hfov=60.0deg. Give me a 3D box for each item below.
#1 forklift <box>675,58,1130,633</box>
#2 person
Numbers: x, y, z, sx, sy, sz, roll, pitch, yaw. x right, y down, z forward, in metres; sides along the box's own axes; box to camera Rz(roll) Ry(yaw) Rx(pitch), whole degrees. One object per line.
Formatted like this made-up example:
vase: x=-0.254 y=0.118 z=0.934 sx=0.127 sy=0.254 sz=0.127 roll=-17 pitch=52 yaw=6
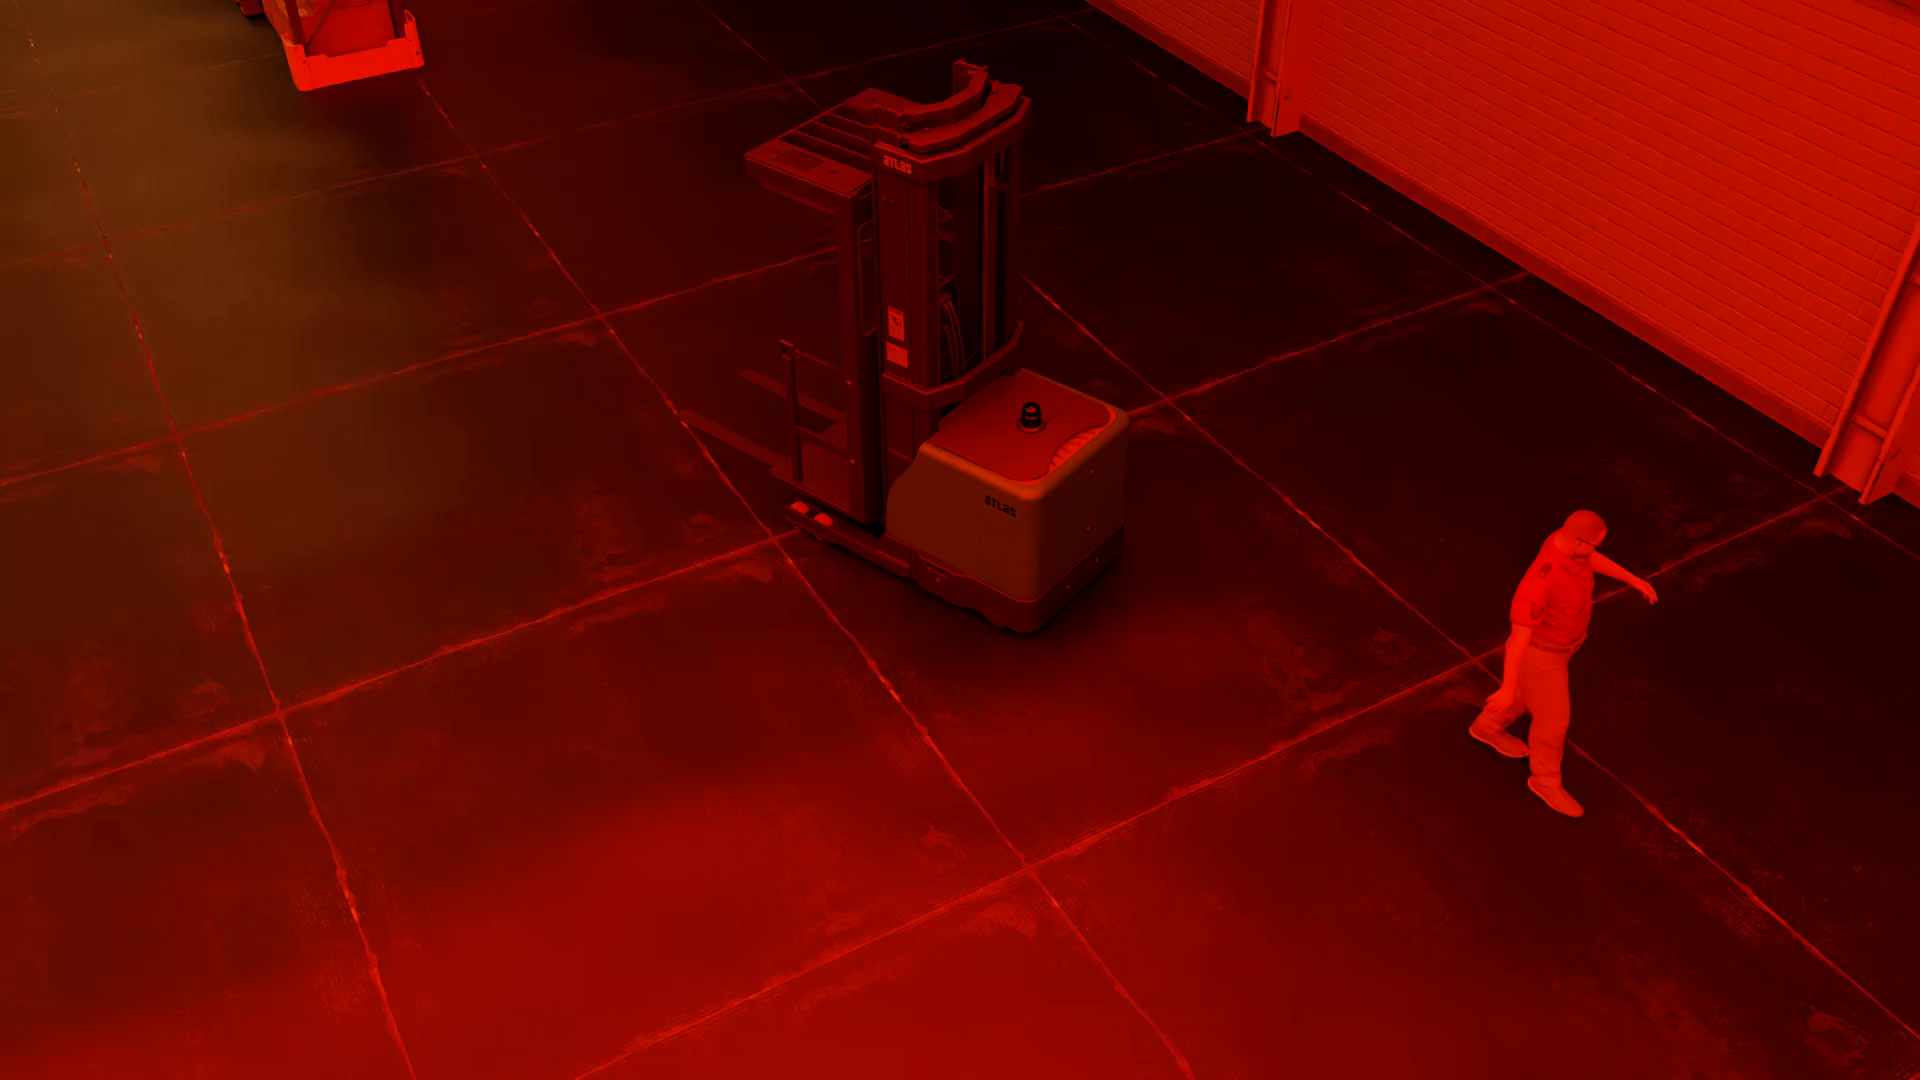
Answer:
forklift: x=-0.481 y=-1.366 z=9.683 sx=3.031 sy=2.935 sz=1.130 roll=26 pitch=46 yaw=28
person: x=3.010 y=0.594 z=8.314 sx=0.700 sy=1.730 sz=1.010 roll=22 pitch=45 yaw=25
